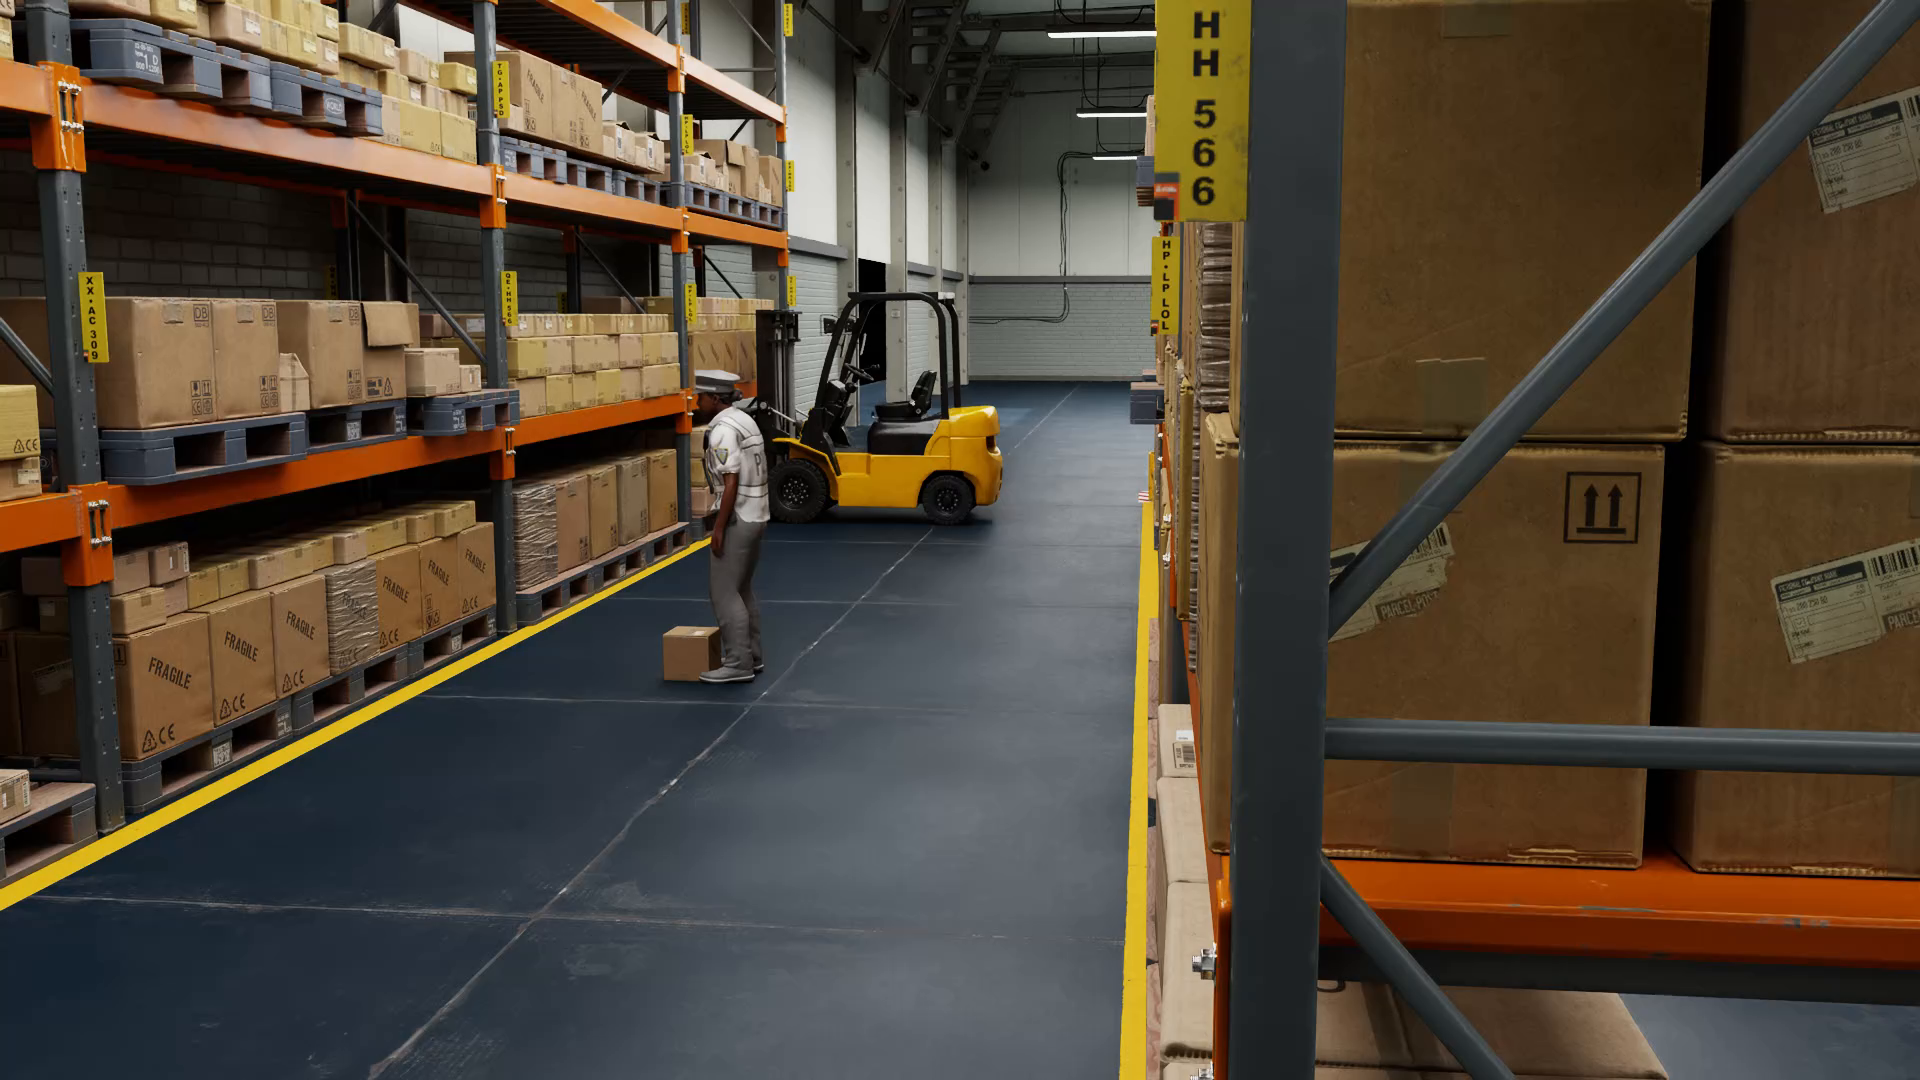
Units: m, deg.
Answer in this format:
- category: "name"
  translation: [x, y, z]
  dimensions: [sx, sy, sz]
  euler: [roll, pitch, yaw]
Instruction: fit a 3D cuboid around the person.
- category: "person"
  translation: [-1.218, -0.080, 8.890]
  dimensions: [0.398, 1.659, 0.521]
  euler: [1, 8, 5]
